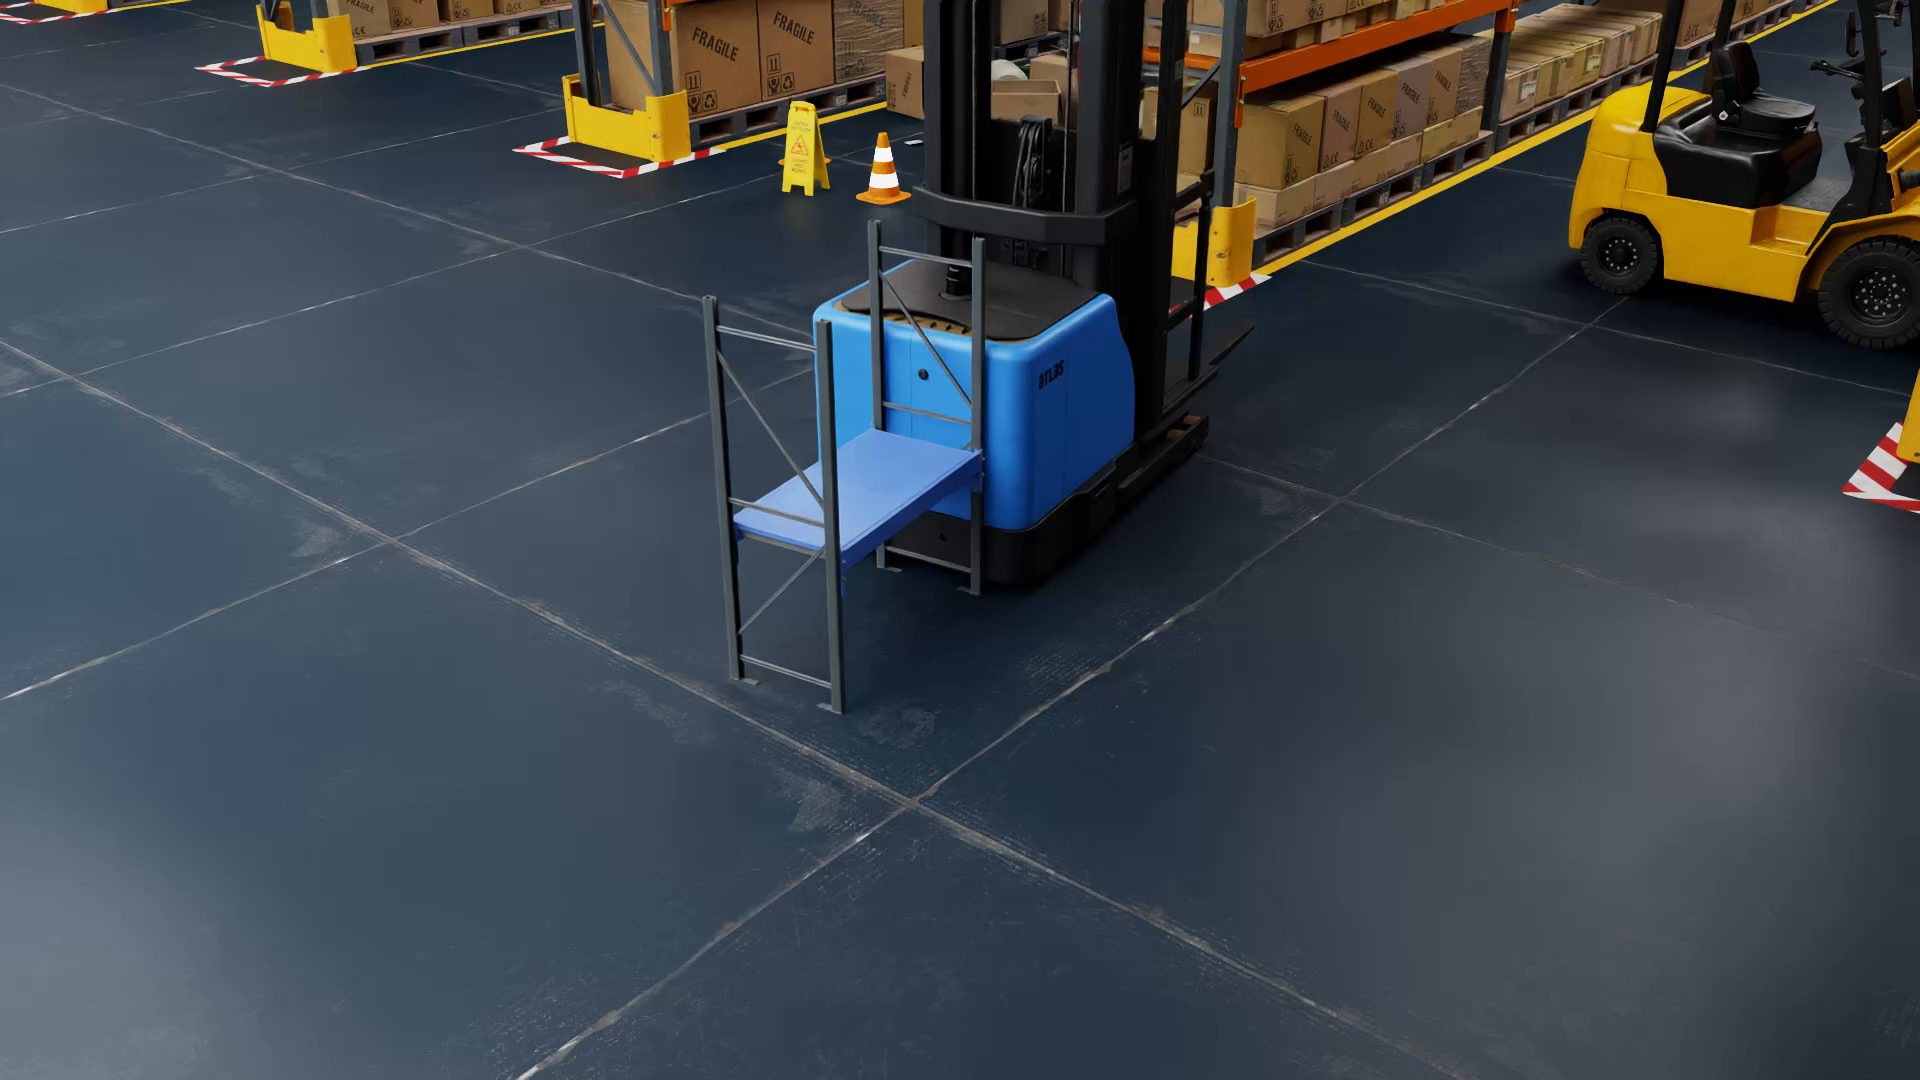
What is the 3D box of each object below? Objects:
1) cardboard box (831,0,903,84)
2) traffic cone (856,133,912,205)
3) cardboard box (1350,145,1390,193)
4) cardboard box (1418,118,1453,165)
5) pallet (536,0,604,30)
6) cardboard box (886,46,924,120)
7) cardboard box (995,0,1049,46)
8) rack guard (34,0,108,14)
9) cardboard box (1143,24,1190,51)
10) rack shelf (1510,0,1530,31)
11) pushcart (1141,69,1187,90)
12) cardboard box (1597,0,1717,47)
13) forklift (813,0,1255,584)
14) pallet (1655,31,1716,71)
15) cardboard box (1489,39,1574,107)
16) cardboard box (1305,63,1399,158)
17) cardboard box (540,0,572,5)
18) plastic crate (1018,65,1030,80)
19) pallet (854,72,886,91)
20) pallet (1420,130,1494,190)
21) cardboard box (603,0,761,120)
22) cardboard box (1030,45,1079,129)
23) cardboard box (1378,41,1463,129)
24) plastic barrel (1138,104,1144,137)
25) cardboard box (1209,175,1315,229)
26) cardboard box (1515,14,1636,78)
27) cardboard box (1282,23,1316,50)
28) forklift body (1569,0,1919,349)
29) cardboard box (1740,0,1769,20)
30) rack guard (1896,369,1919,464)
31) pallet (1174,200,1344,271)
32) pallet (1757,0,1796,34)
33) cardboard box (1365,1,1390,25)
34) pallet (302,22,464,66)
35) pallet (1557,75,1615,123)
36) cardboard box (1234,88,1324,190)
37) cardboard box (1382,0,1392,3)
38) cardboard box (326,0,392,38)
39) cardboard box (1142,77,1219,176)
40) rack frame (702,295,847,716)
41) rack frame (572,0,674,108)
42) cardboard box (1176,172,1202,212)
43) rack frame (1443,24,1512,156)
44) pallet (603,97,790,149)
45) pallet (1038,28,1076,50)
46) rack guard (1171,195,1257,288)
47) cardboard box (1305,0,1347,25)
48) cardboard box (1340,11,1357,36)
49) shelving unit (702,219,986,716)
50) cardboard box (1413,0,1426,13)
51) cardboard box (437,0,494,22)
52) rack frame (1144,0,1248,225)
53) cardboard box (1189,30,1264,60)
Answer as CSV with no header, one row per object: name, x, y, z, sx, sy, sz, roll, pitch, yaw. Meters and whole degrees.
cardboard box,-1.119,-4.630,14.791,0.875,0.875,0.875,21,34,35
traffic cone,-0.550,-2.688,11.943,0.336,0.463,0.334,21,34,34
cardboard box,2.639,-2.628,11.601,0.500,0.250,0.500,24,35,38
cardboard box,3.290,-2.985,12.291,0.500,0.250,0.500,20,33,33
pallet,-4.258,-5.909,18.443,1.003,0.211,1.213,21,34,34
cardboard box,-0.290,-3.951,14.341,0.500,0.500,0.500,-21,34,-35
cardboard box,0.231,-5.344,16.308,1.050,0.750,0.750,21,34,34
rack guard,-10.212,-6.356,18.992,1.175,0.500,0.348,21,34,34
cardboard box,1.318,-3.165,10.377,0.380,0.149,0.250,22,35,36
rack shelf,5.061,-4.889,14.220,1.077,0.370,4.000,21,34,34
pushcart,1.998,-3.984,14.540,1.648,0.377,0.936,9,29,17
cardboard box,6.837,-5.381,16.243,0.875,0.875,0.875,20,34,34
forklift,0.558,-1.762,7.467,1.130,2.935,3.031,15,31,26
pallet,6.893,-4.937,16.564,1.003,0.211,1.213,21,34,34
cardboard box,4.575,-3.962,14.047,0.950,0.372,0.625,23,35,37
cardboard box,2.641,-2.956,11.419,0.500,0.500,0.500,22,34,35
cardboard box,-4.502,-6.137,18.112,0.500,0.500,0.500,-16,31,-28
plastic crate,0.806,-4.243,15.185,0.662,0.188,0.450,-10,19,-18
pallet,-0.639,-4.425,15.575,1.003,0.211,1.213,21,34,34
pallet,3.389,-3.013,12.844,1.003,0.211,1.213,21,34,34
cardboard box,-2.259,-3.995,13.563,0.875,0.875,0.875,21,34,35
cardboard box,0.997,-3.730,13.764,0.797,0.637,0.503,21,34,34
cardboard box,3.298,-3.329,12.140,0.500,0.500,0.500,21,34,35
plastic barrel,1.390,-3.112,12.805,0.421,0.421,0.512,-5,28,-9
cardboard box,1.971,-2.252,10.874,0.500,0.250,0.500,20,34,34
cardboard box,5.503,-4.476,15.041,0.950,0.372,0.625,20,33,33
cardboard box,2.002,-3.194,10.433,0.380,0.149,0.250,20,33,33
forklift body,4.876,-2.461,9.666,2.313,2.155,1.214,21,34,34
cardboard box,7.976,-6.013,17.465,0.875,0.875,0.875,22,35,36
rack guard,5.062,-0.514,7.699,1.175,0.500,0.348,21,34,34
pallet,1.837,-2.148,11.172,1.003,0.211,1.213,21,34,34
pallet,8.445,-5.802,18.236,1.003,0.211,1.213,21,34,34
cardboard box,2.649,-3.568,11.156,0.380,0.149,0.250,20,33,33
pallet,-5.810,-5.044,16.771,1.003,0.211,1.213,21,34,34
pallet,5.059,-3.972,14.699,1.003,0.211,1.213,21,34,34
cardboard box,1.986,-2.594,10.719,0.500,0.500,0.500,19,33,33
cardboard box,2.727,-3.893,11.079,0.500,0.500,0.500,20,33,33
cardboard box,-5.992,-5.271,16.437,0.500,0.500,0.500,-21,34,-35
cardboard box,1.553,-2.740,11.002,0.500,0.500,0.500,21,34,35
rack frame,-0.637,-0.092,5.795,0.500,1.500,0.032,15,31,26
rack frame,-2.639,-4.492,12.670,1.000,3.000,0.127,21,34,34
cardboard box,1.567,-2.421,11.200,0.500,0.250,0.500,21,34,34
rack frame,3.789,-4.500,12.684,1.000,3.000,0.127,21,34,34
pallet,-2.191,-3.560,13.902,1.003,0.211,1.213,21,34,34
pallet,1.114,-5.402,17.463,1.003,0.211,1.213,21,34,34
rack guard,1.293,-1.998,10.569,1.175,0.500,0.348,21,34,34
cardboard box,2.087,-3.530,10.376,0.500,0.500,0.500,22,35,36
cardboard box,2.337,-3.372,10.777,0.380,0.149,0.250,22,34,36
shelving unit,-0.382,-0.294,6.186,0.538,1.500,1.048,15,31,26
cardboard box,2.990,-3.742,11.492,0.380,0.149,0.250,20,33,34
cardboard box,-5.225,-5.709,17.285,0.500,0.500,0.500,25,36,39
rack frame,1.245,-3.082,9.942,1.000,3.000,0.127,21,34,34
cardboard box,1.621,-3.030,10.116,0.380,0.149,0.250,21,34,35
